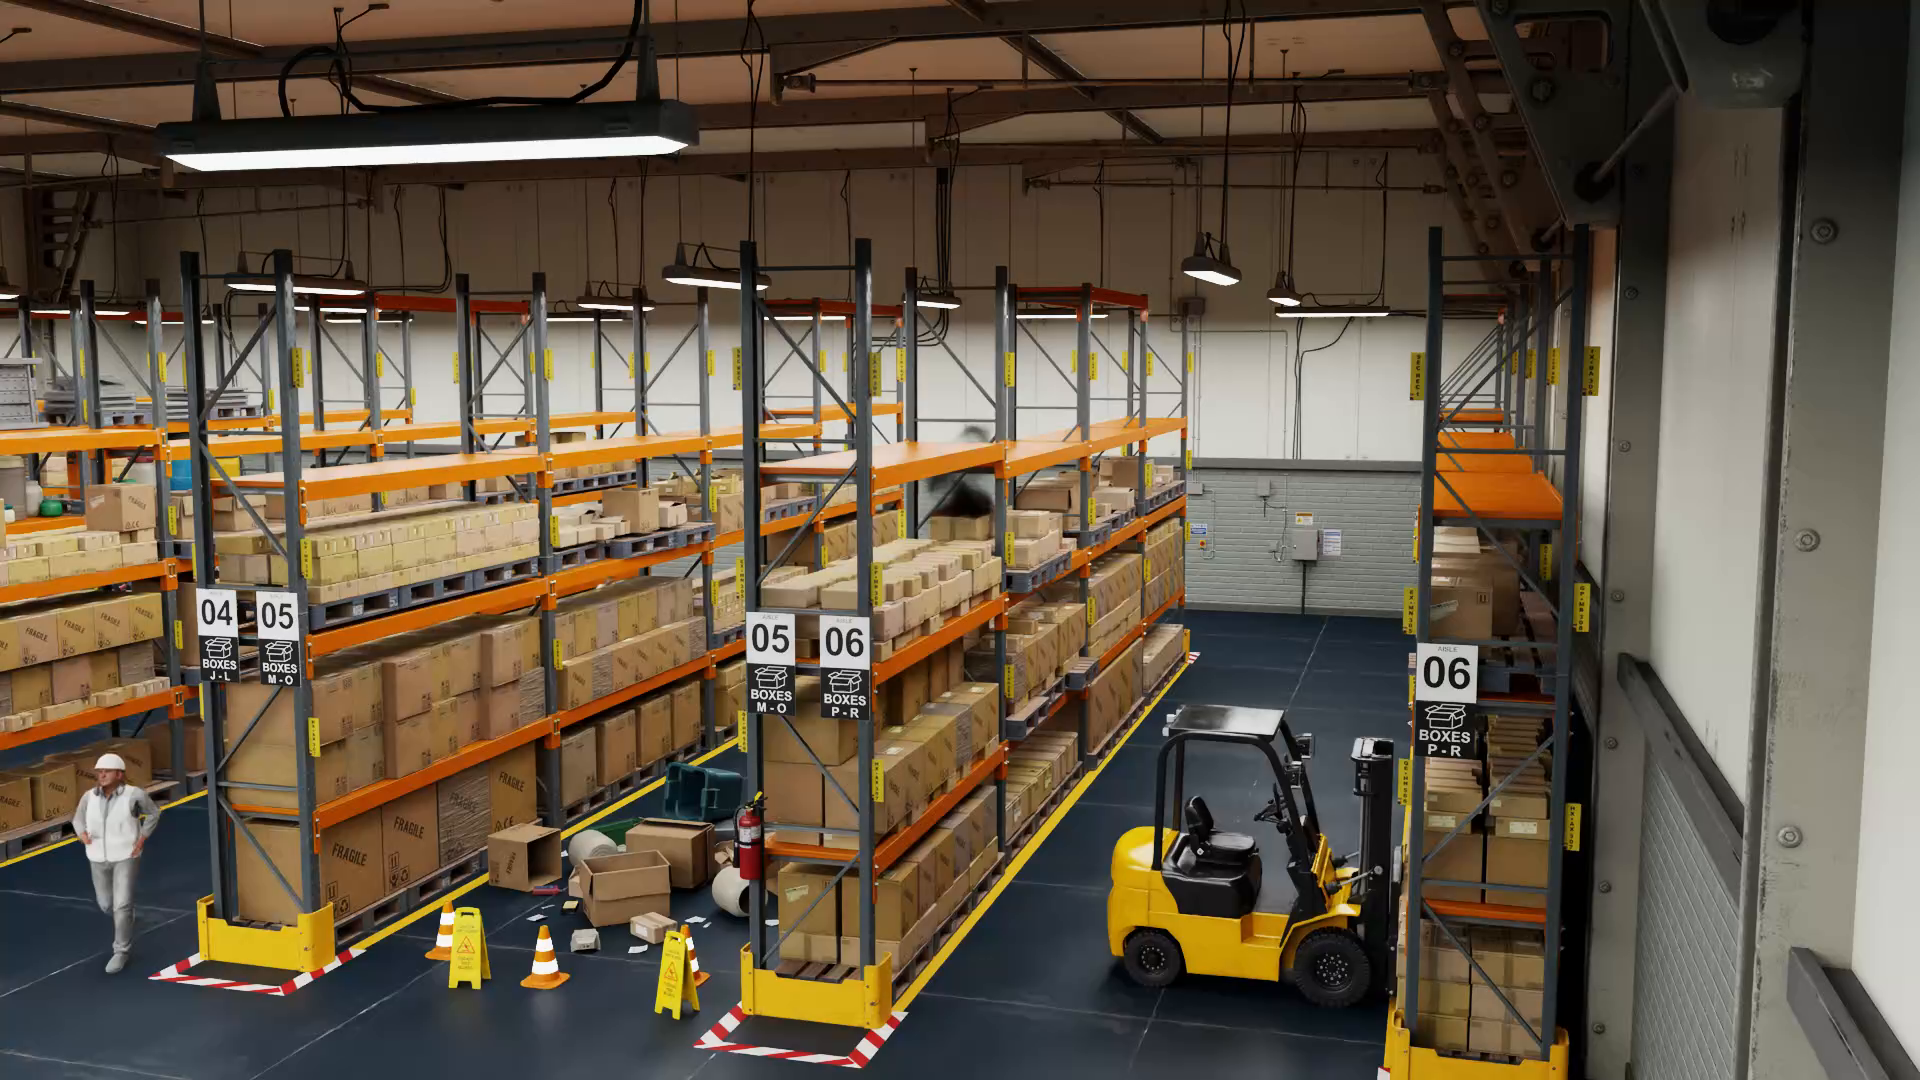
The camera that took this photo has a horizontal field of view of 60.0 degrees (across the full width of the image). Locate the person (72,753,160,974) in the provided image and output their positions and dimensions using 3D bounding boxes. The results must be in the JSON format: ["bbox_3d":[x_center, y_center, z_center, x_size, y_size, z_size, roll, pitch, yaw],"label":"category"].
[{"bbox_3d":[-7.209,2.702,14.201,0.681,1.794,0.850,-1,6,-9],"label":"person"}]

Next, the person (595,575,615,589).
[{"bbox_3d":[-5.646,1.311,26.810,0.663,1.753,0.793,1,6,9],"label":"person"}]
